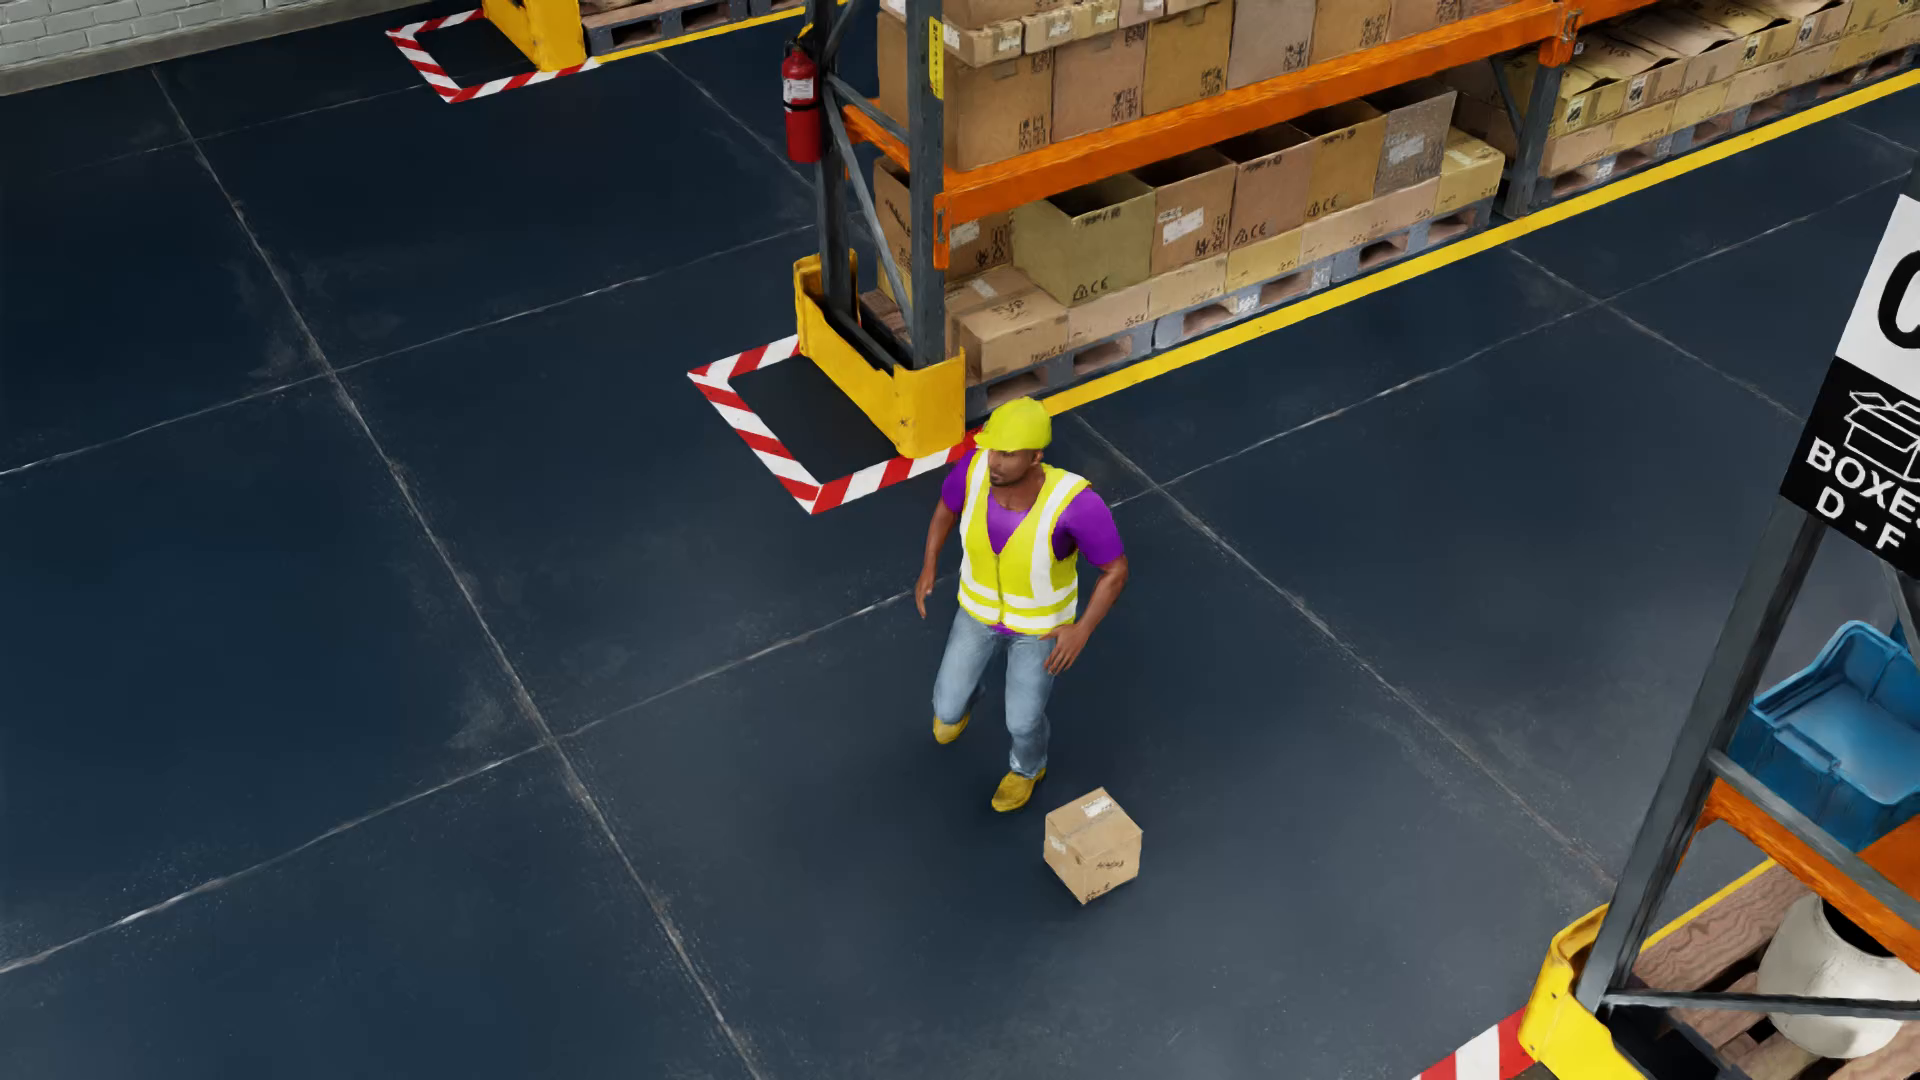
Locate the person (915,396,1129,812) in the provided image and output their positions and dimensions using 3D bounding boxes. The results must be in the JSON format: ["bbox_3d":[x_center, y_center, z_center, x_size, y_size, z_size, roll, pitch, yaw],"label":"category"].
[{"bbox_3d":[0.192,0.266,5.857,0.756,1.731,0.503,15,43,17],"label":"person"}]
